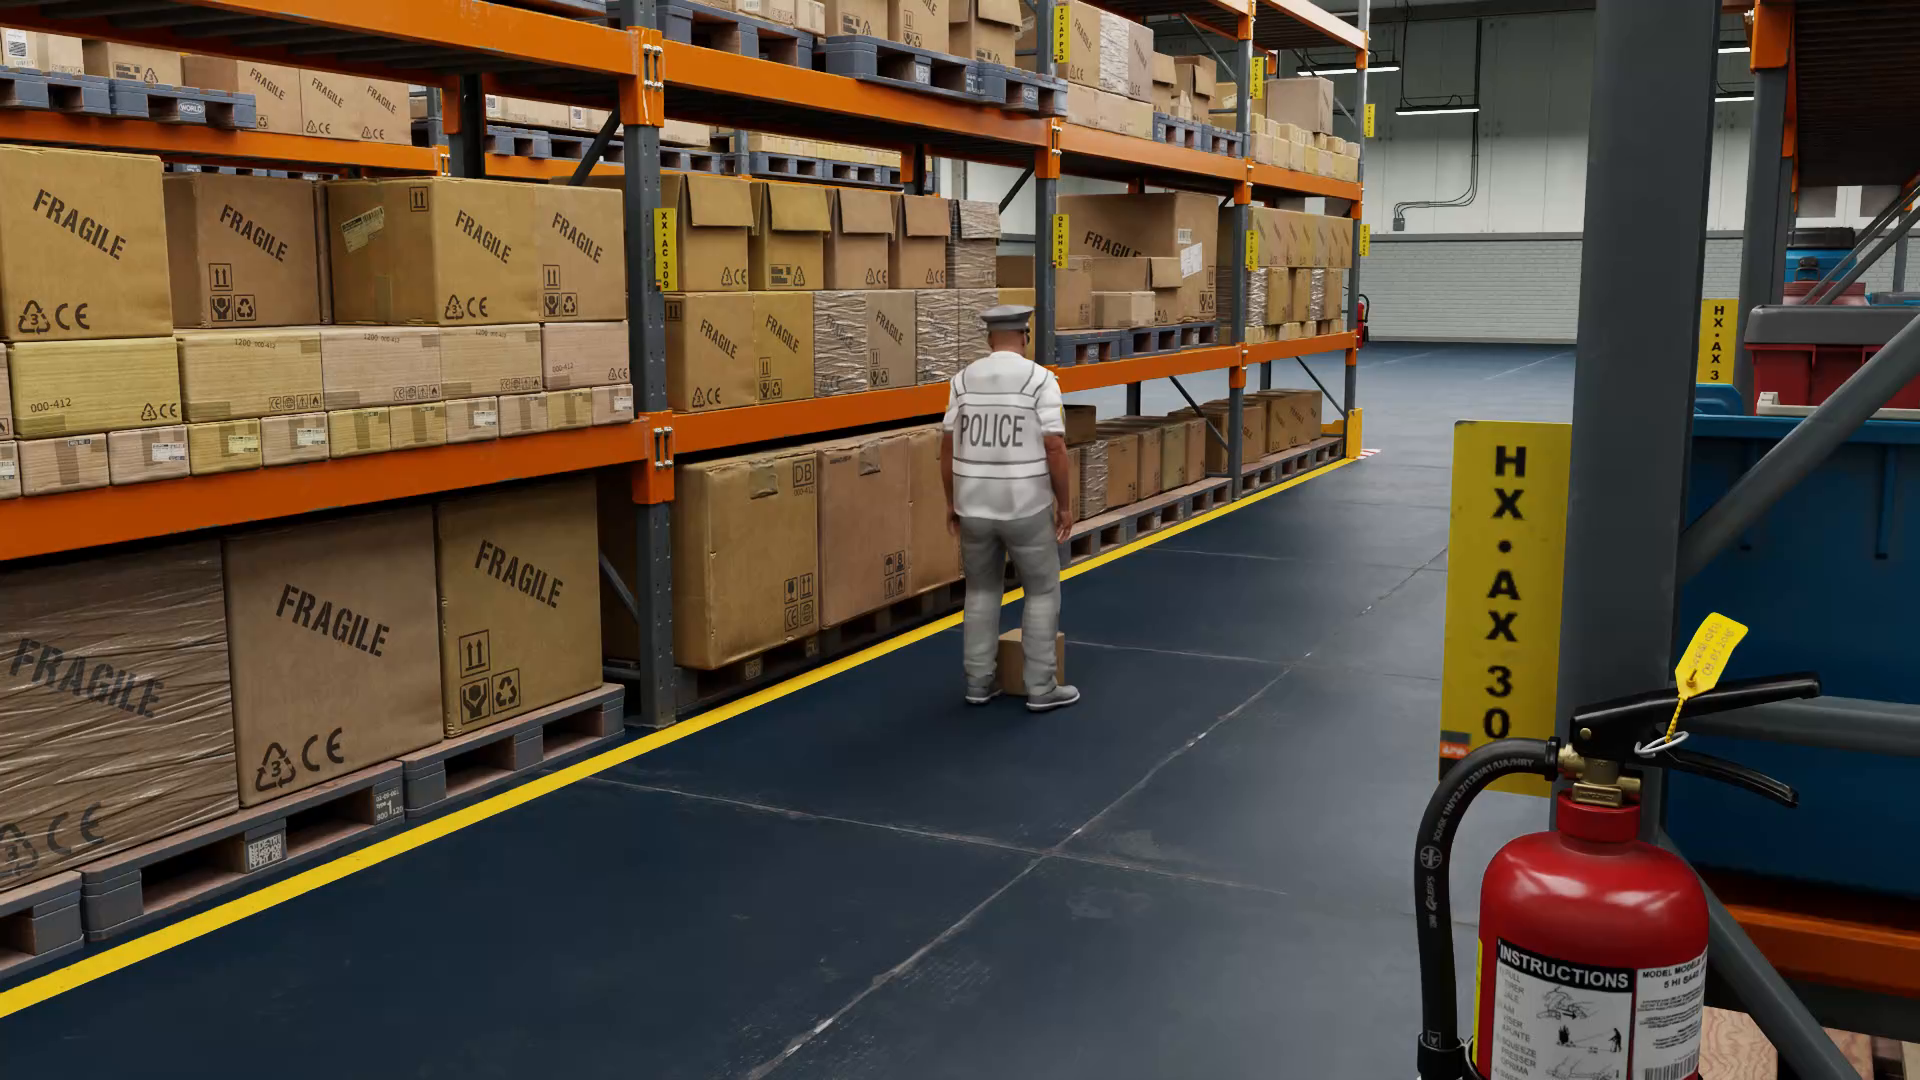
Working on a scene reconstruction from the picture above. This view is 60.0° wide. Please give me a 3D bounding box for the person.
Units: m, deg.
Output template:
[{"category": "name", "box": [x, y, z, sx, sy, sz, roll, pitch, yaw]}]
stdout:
[{"category": "person", "box": [0.202, -0.140, 7.231, 0.592, 1.746, 0.443, 4, 10, 22]}]
